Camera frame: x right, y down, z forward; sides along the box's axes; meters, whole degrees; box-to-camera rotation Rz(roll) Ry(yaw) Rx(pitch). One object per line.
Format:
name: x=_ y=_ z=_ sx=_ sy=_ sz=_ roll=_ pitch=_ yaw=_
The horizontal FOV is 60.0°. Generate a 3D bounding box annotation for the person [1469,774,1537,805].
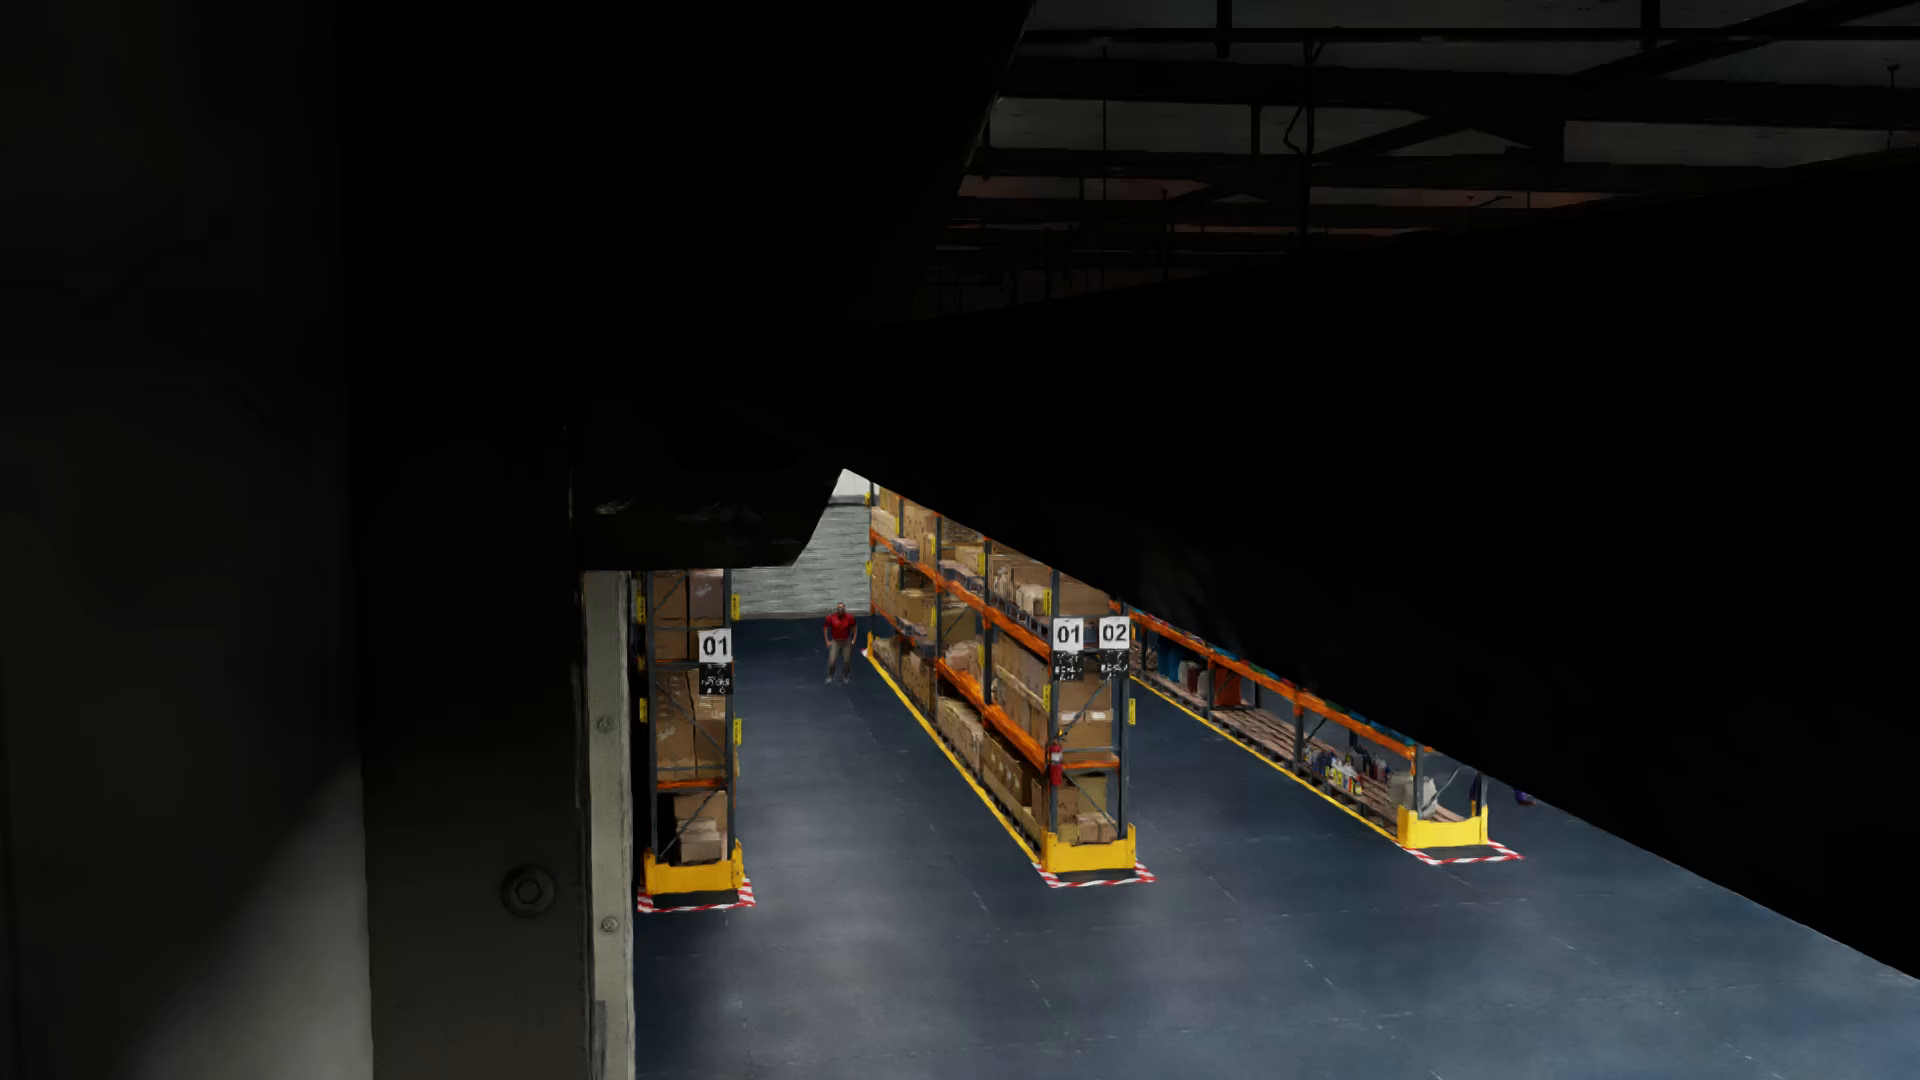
person: x=7.844 y=3.033 z=24.061 sx=0.518 sy=1.595 sz=0.942 roll=-4 pitch=7 yaw=-34

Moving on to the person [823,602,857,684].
person: x=-2.396 y=2.044 z=33.150 sx=0.682 sy=1.676 sz=0.529 roll=-1 pitch=6 yaw=-11
